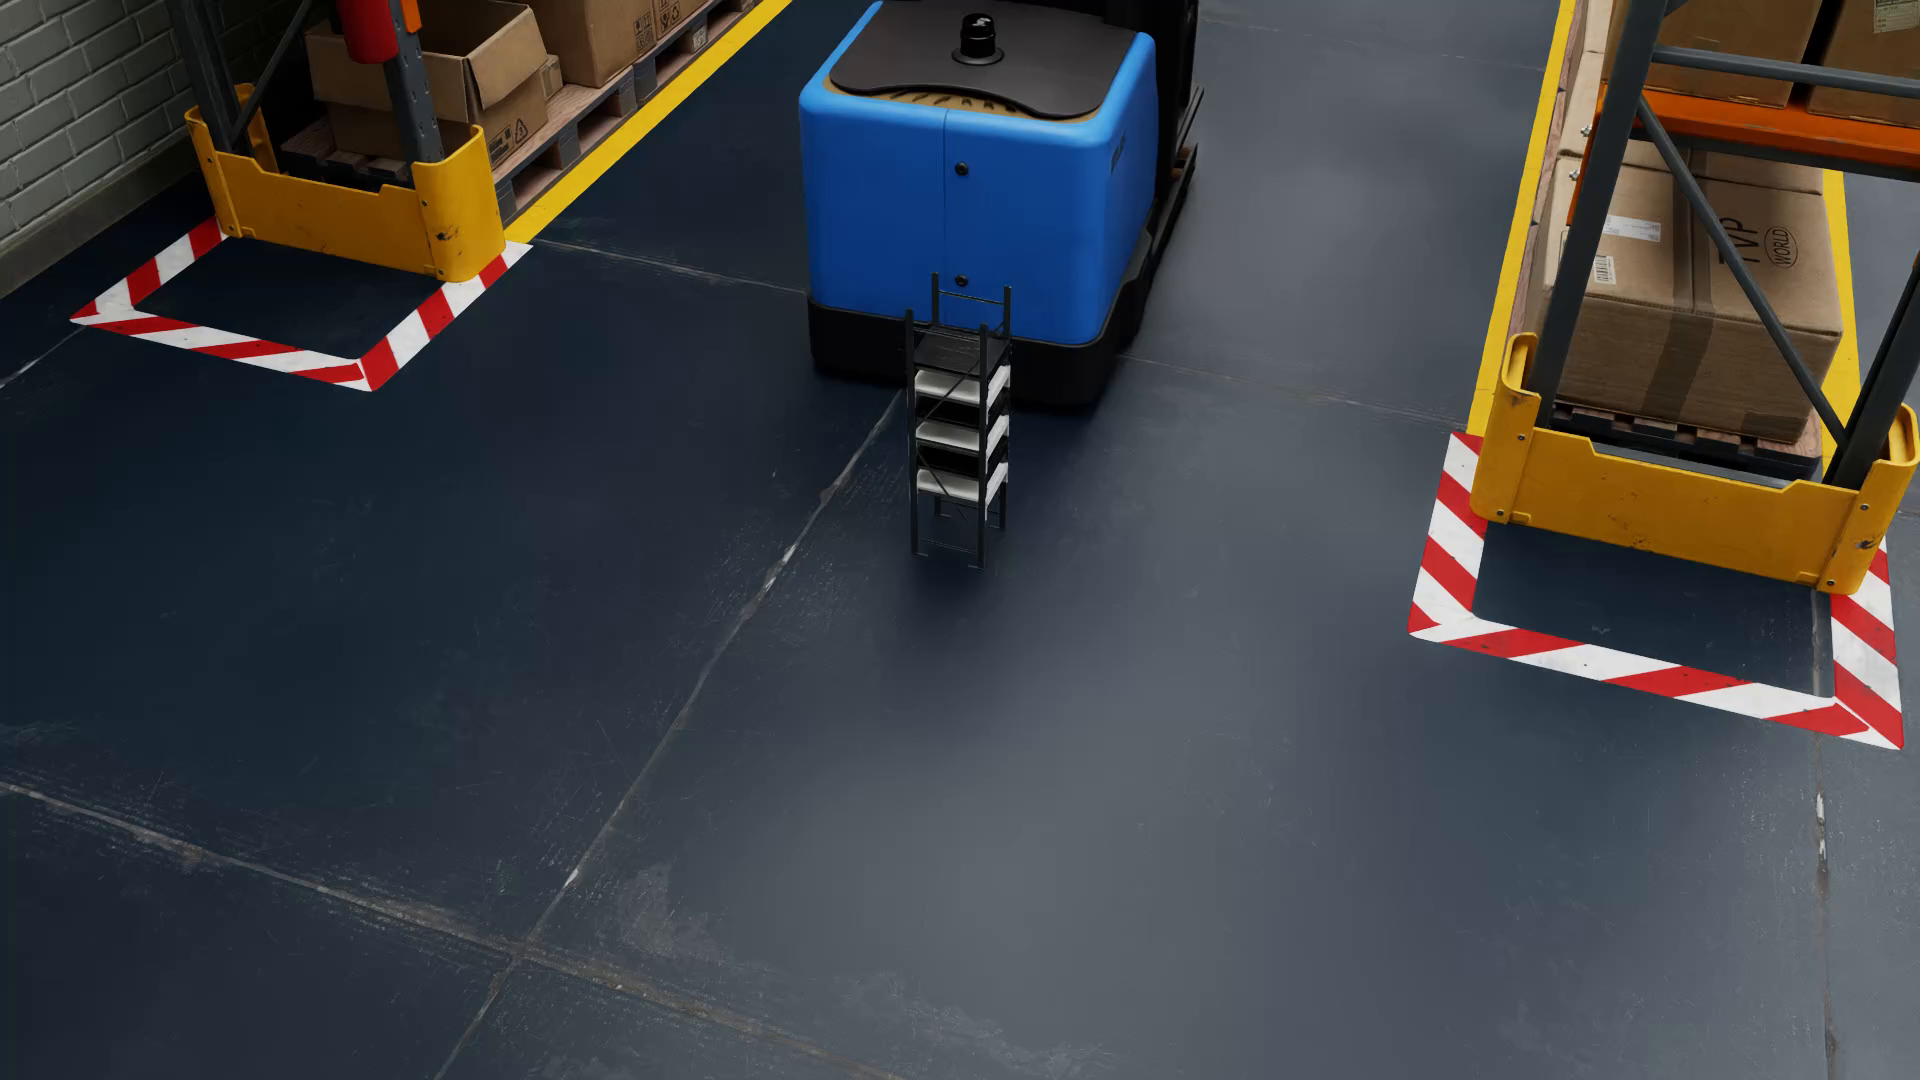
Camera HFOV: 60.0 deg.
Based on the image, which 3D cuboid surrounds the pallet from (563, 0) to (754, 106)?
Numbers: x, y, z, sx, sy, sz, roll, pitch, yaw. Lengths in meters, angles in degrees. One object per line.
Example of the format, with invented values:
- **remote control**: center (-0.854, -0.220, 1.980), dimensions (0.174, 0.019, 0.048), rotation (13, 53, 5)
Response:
- **pallet**: center (-1.704, -2.522, 8.043), dimensions (1.003, 0.211, 1.213), rotation (13, 42, 15)

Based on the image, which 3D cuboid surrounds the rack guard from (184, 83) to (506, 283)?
- **rack guard**: center (-2.395, -1.404, 6.510), dimensions (1.175, 0.500, 0.348), rotation (13, 42, 15)

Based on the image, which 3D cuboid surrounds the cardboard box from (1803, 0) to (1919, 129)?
- **cardboard box**: center (2.679, -1.476, 4.592), dimensions (0.500, 0.500, 0.500), rotation (13, 42, 15)

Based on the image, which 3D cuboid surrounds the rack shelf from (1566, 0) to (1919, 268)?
- **rack shelf**: center (2.929, -2.155, 6.019), dimensions (1.077, 0.370, 4.000), rotation (13, 42, 15)

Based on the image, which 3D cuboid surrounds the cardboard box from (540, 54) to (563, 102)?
- **cardboard box**: center (-1.941, -1.986, 7.140), dimensions (0.380, 0.149, 0.250), rotation (12, 42, 13)

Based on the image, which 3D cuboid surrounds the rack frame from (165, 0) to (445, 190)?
- **rack frame**: center (-2.421, -2.308, 5.644), dimensions (1.000, 3.000, 0.127), rotation (13, 42, 15)

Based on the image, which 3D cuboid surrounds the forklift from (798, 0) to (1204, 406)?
- **forklift**: center (0.366, -2.540, 5.969), dimensions (1.130, 2.935, 3.031), rotation (11, 42, 12)

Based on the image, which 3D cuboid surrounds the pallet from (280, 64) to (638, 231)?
- **pallet**: center (-2.123, -1.780, 7.174), dimensions (1.003, 0.211, 1.213), rotation (13, 42, 15)

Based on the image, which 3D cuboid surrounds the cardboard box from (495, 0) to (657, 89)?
- **cardboard box**: center (-1.794, -2.382, 7.333), dimensions (0.700, 0.500, 0.500), rotation (15, 43, 17)

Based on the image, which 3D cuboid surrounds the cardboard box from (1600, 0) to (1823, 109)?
- **cardboard box**: center (2.161, -1.600, 4.737), dimensions (0.500, 0.500, 0.500), rotation (14, 42, 15)

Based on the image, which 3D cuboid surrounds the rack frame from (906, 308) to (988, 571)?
- **rack frame**: center (-0.038, -0.275, 4.879), dimensions (0.240, 0.900, 0.006), rotation (13, 42, 15)

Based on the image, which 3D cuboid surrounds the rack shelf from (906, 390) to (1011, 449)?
- **rack shelf**: center (-0.003, -0.381, 4.915), dimensions (0.258, 0.077, 0.200), rotation (13, 42, 15)

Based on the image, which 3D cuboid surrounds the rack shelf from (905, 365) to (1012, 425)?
- **rack shelf**: center (-0.003, -0.449, 4.857), dimensions (0.258, 0.077, 0.200), rotation (13, 42, 15)

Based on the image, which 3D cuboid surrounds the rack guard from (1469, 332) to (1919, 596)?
- **rack guard**: center (2.237, -0.243, 5.150), dimensions (1.175, 0.500, 0.348), rotation (13, 42, 15)

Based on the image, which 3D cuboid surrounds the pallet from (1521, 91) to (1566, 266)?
- **pallet**: center (2.864, -1.395, 6.722), dimensions (1.003, 0.211, 1.213), rotation (13, 42, 15)

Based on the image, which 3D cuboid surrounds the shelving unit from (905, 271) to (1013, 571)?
- **shelving unit**: center (-0.003, -0.337, 4.952), dimensions (0.258, 0.900, 0.210), rotation (13, 42, 15)

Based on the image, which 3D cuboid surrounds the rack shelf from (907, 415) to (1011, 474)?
- **rack shelf**: center (-0.003, -0.312, 4.974), dimensions (0.258, 0.077, 0.200), rotation (13, 42, 15)

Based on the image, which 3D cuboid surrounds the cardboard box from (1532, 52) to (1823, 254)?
- **cardboard box**: center (2.682, -1.379, 6.205), dimensions (0.875, 0.438, 0.875), rotation (14, 43, 16)

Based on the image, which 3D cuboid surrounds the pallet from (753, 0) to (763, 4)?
- **pallet**: center (-1.289, -3.268, 8.918), dimensions (1.003, 0.211, 1.213), rotation (13, 42, 15)

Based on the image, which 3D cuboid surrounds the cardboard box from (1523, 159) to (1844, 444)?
- **cardboard box**: center (2.377, -0.819, 5.549), dimensions (0.875, 0.438, 0.875), rotation (12, 42, 14)

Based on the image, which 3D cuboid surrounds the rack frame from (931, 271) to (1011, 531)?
- **rack frame**: center (0.032, -0.399, 5.025), dimensions (0.240, 0.900, 0.006), rotation (13, 42, 15)

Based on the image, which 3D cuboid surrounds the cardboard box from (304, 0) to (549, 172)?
- **cardboard box**: center (-2.123, -1.870, 6.731), dimensions (0.797, 0.503, 0.637), rotation (12, 42, 13)

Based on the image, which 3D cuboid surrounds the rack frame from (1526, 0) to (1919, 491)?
- **rack frame**: center (2.245, -1.209, 4.356), dimensions (1.000, 3.000, 0.127), rotation (13, 42, 15)

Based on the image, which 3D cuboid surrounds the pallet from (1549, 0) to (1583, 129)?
- **pallet**: center (3.279, -2.141, 7.597), dimensions (1.003, 0.211, 1.213), rotation (13, 42, 15)

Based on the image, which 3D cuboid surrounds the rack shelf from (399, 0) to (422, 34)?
- **rack shelf**: center (-1.737, -3.254, 7.308), dimensions (1.077, 0.370, 4.000), rotation (13, 42, 15)

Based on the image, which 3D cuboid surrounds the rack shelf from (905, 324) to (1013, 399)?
- **rack shelf**: center (-0.003, -0.517, 4.799), dimensions (0.258, 0.077, 0.200), rotation (13, 42, 15)

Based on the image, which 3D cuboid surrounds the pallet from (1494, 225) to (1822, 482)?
- **pallet**: center (2.445, -0.653, 5.853), dimensions (1.003, 0.211, 1.213), rotation (13, 42, 15)

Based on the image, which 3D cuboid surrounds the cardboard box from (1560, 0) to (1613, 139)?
- **cardboard box**: center (2.992, -1.928, 6.850), dimensions (0.875, 0.438, 0.875), rotation (12, 42, 14)

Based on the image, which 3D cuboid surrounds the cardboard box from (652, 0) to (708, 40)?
- **cardboard box**: center (-1.519, -2.682, 7.685), dimensions (0.500, 0.500, 0.500), rotation (14, 42, 16)

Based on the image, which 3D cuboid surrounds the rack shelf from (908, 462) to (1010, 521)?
- **rack shelf**: center (-0.003, -0.175, 5.091), dimensions (0.258, 0.077, 0.200), rotation (13, 42, 15)

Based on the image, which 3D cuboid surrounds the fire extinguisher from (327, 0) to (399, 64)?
- **fire extinguisher**: center (-2.037, -1.945, 5.565), dimensions (0.296, 0.674, 0.183), rotation (13, 42, 15)

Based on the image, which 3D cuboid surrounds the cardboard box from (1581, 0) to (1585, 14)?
- **cardboard box**: center (3.297, -2.474, 7.490), dimensions (0.875, 0.438, 0.875), rotation (13, 42, 14)

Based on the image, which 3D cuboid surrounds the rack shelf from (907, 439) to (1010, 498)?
- **rack shelf**: center (-0.003, -0.244, 5.032), dimensions (0.258, 0.077, 0.200), rotation (13, 42, 15)
